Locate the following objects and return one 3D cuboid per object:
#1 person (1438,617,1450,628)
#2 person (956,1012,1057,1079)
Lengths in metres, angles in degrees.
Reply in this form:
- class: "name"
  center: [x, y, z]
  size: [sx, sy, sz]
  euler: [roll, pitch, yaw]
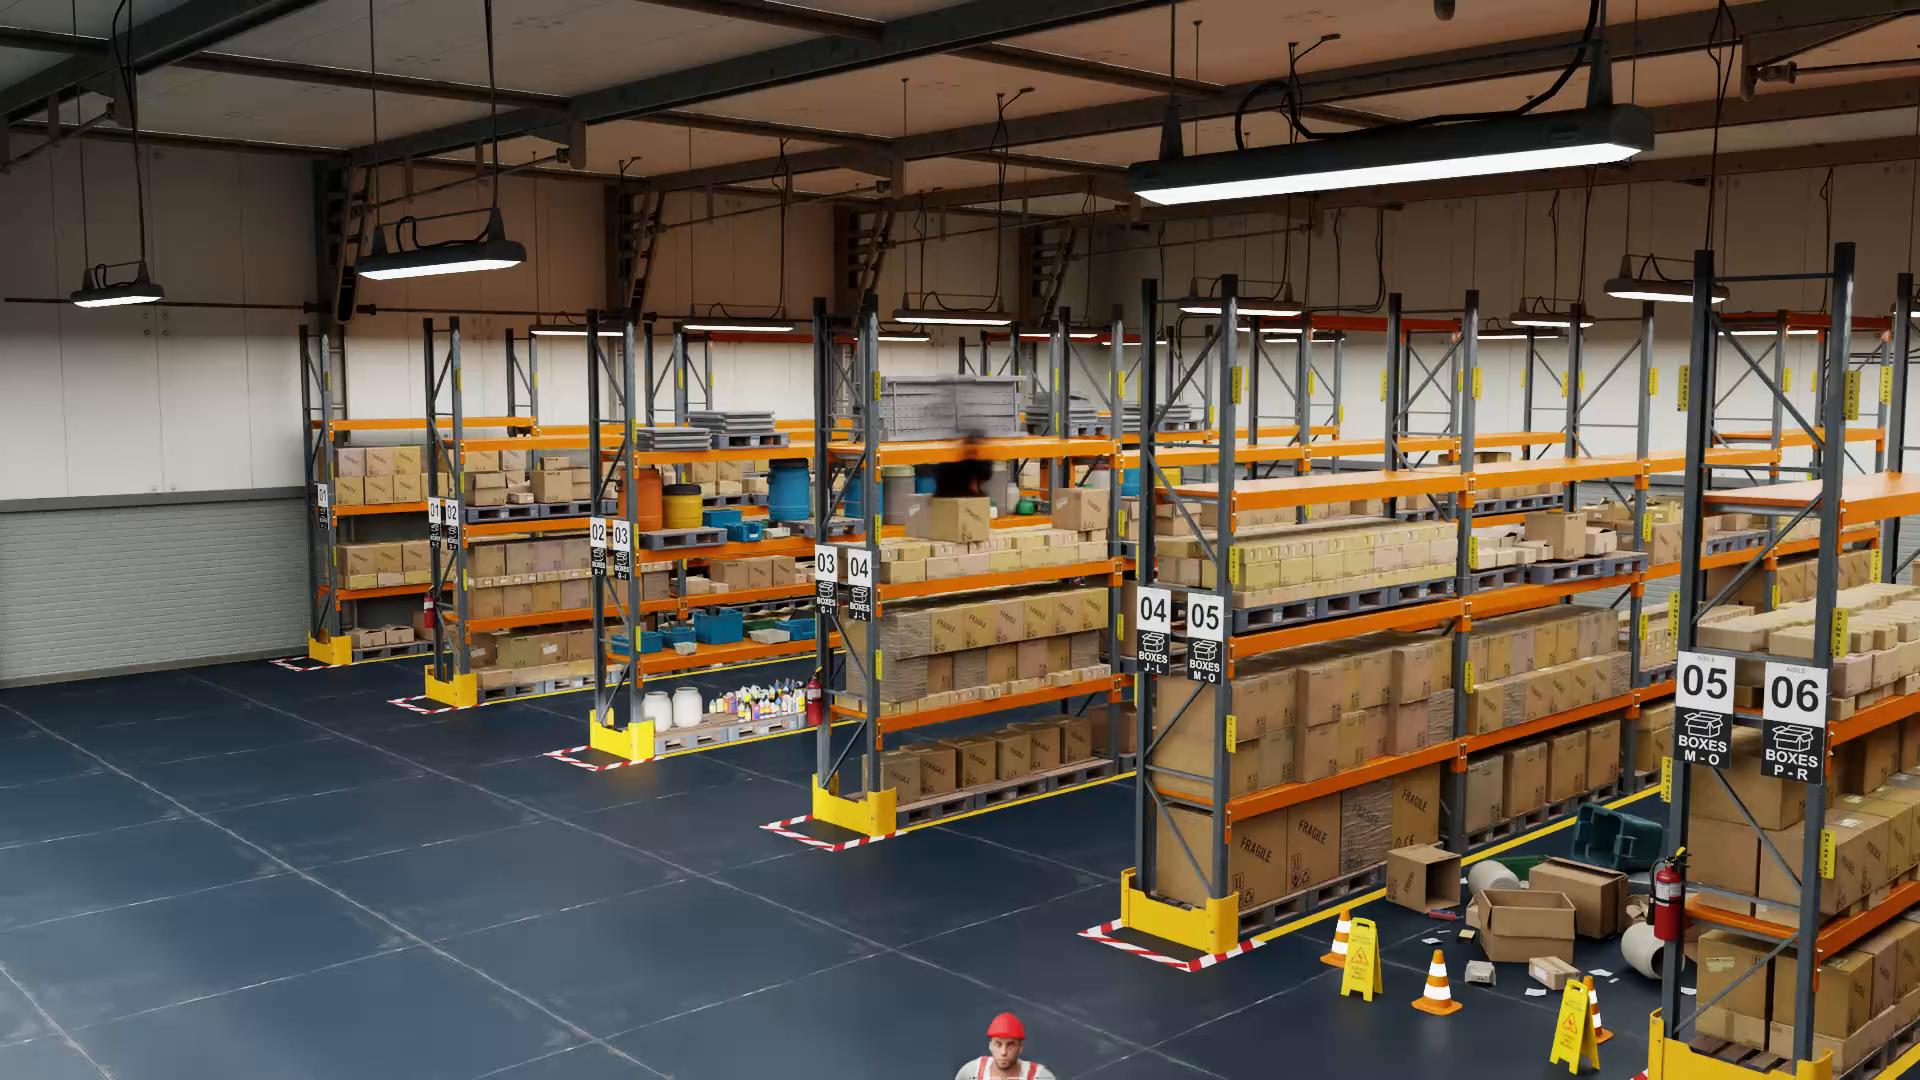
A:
- class: "person"
  center: [7.001, 1.888, 24.161]
  size: [0.562, 1.682, 0.885]
  euler: [5, 8, 43]
- class: "person"
  center: [0.256, 3.378, 8.890]
  size: [0.660, 1.780, 0.942]
  euler: [1, 6, 9]
